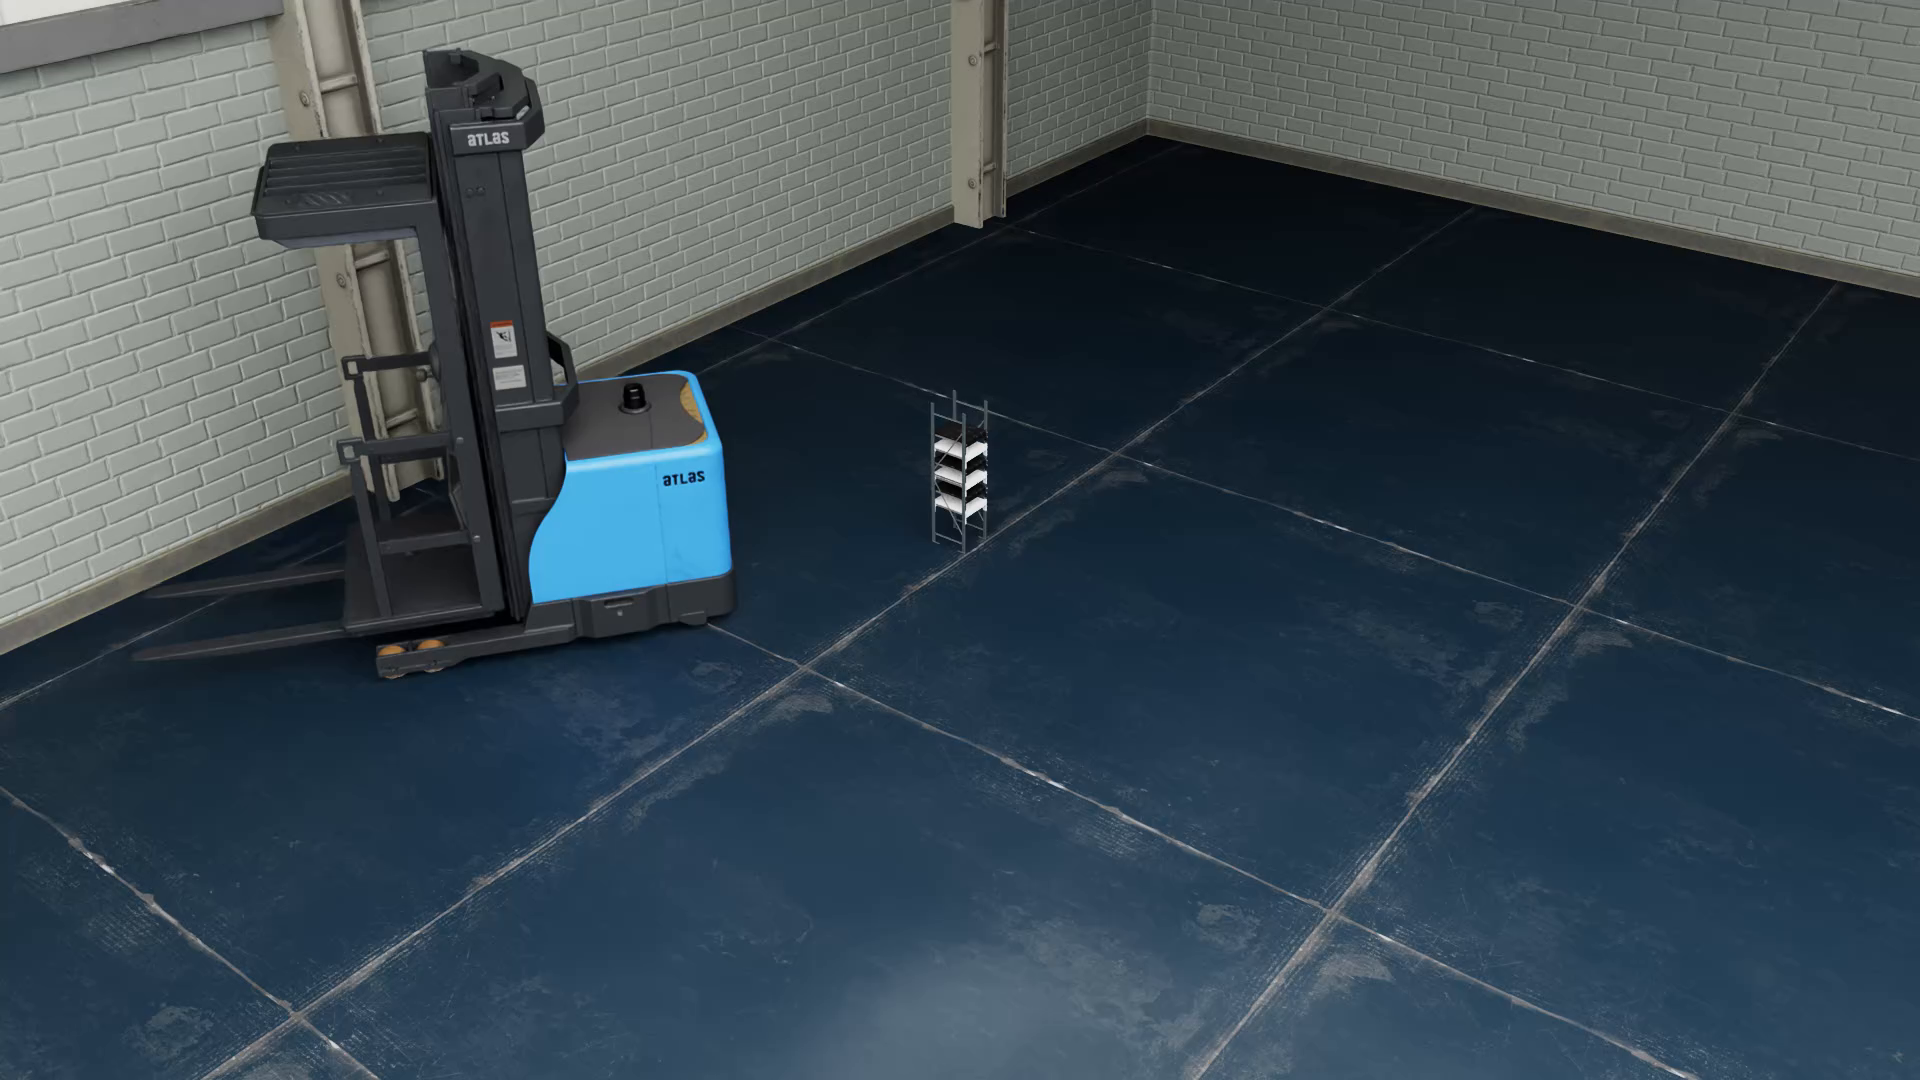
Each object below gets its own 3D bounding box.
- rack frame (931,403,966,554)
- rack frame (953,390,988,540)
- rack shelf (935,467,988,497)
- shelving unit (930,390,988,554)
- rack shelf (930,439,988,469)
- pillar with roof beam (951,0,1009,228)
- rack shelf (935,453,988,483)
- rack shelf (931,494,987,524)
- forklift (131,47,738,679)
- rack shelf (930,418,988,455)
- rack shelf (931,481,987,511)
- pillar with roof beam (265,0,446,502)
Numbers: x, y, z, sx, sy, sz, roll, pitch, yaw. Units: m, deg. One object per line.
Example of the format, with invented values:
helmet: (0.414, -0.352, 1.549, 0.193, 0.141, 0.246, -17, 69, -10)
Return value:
rack frame: (-0.066, -0.342, 9.445, 0.240, 0.900, 0.006, 21, 37, 31)
rack frame: (0.056, -0.425, 9.585, 0.240, 0.900, 0.006, 21, 37, 31)
rack shelf: (-0.005, -0.355, 9.532, 0.258, 0.077, 0.200, 21, 37, 31)
shelving unit: (-0.005, -0.384, 9.515, 0.258, 0.900, 0.210, 21, 37, 31)
rack shelf: (-0.005, -0.510, 9.440, 0.258, 0.077, 0.200, 21, 37, 31)
pillar with roof beam: (3.596, -5.344, 9.940, 9.100, 9.000, 0.400, 21, 37, 31)
rack shelf: (-0.005, -0.433, 9.486, 0.258, 0.077, 0.200, 21, 37, 31)
rack shelf: (-0.005, -0.200, 9.624, 0.258, 0.077, 0.200, 21, 37, 31)
forklift: (-2.783, -0.850, 8.309, 3.031, 2.935, 1.130, -9, 32, -14)
rack shelf: (-0.005, -0.587, 9.394, 0.258, 0.077, 0.200, 21, 37, 31)
rack shelf: (-0.005, -0.278, 9.578, 0.258, 0.077, 0.200, 21, 37, 31)
pillar with roof beam: (-0.026, -2.905, 5.825, 9.100, 9.000, 0.400, 21, 37, 31)
